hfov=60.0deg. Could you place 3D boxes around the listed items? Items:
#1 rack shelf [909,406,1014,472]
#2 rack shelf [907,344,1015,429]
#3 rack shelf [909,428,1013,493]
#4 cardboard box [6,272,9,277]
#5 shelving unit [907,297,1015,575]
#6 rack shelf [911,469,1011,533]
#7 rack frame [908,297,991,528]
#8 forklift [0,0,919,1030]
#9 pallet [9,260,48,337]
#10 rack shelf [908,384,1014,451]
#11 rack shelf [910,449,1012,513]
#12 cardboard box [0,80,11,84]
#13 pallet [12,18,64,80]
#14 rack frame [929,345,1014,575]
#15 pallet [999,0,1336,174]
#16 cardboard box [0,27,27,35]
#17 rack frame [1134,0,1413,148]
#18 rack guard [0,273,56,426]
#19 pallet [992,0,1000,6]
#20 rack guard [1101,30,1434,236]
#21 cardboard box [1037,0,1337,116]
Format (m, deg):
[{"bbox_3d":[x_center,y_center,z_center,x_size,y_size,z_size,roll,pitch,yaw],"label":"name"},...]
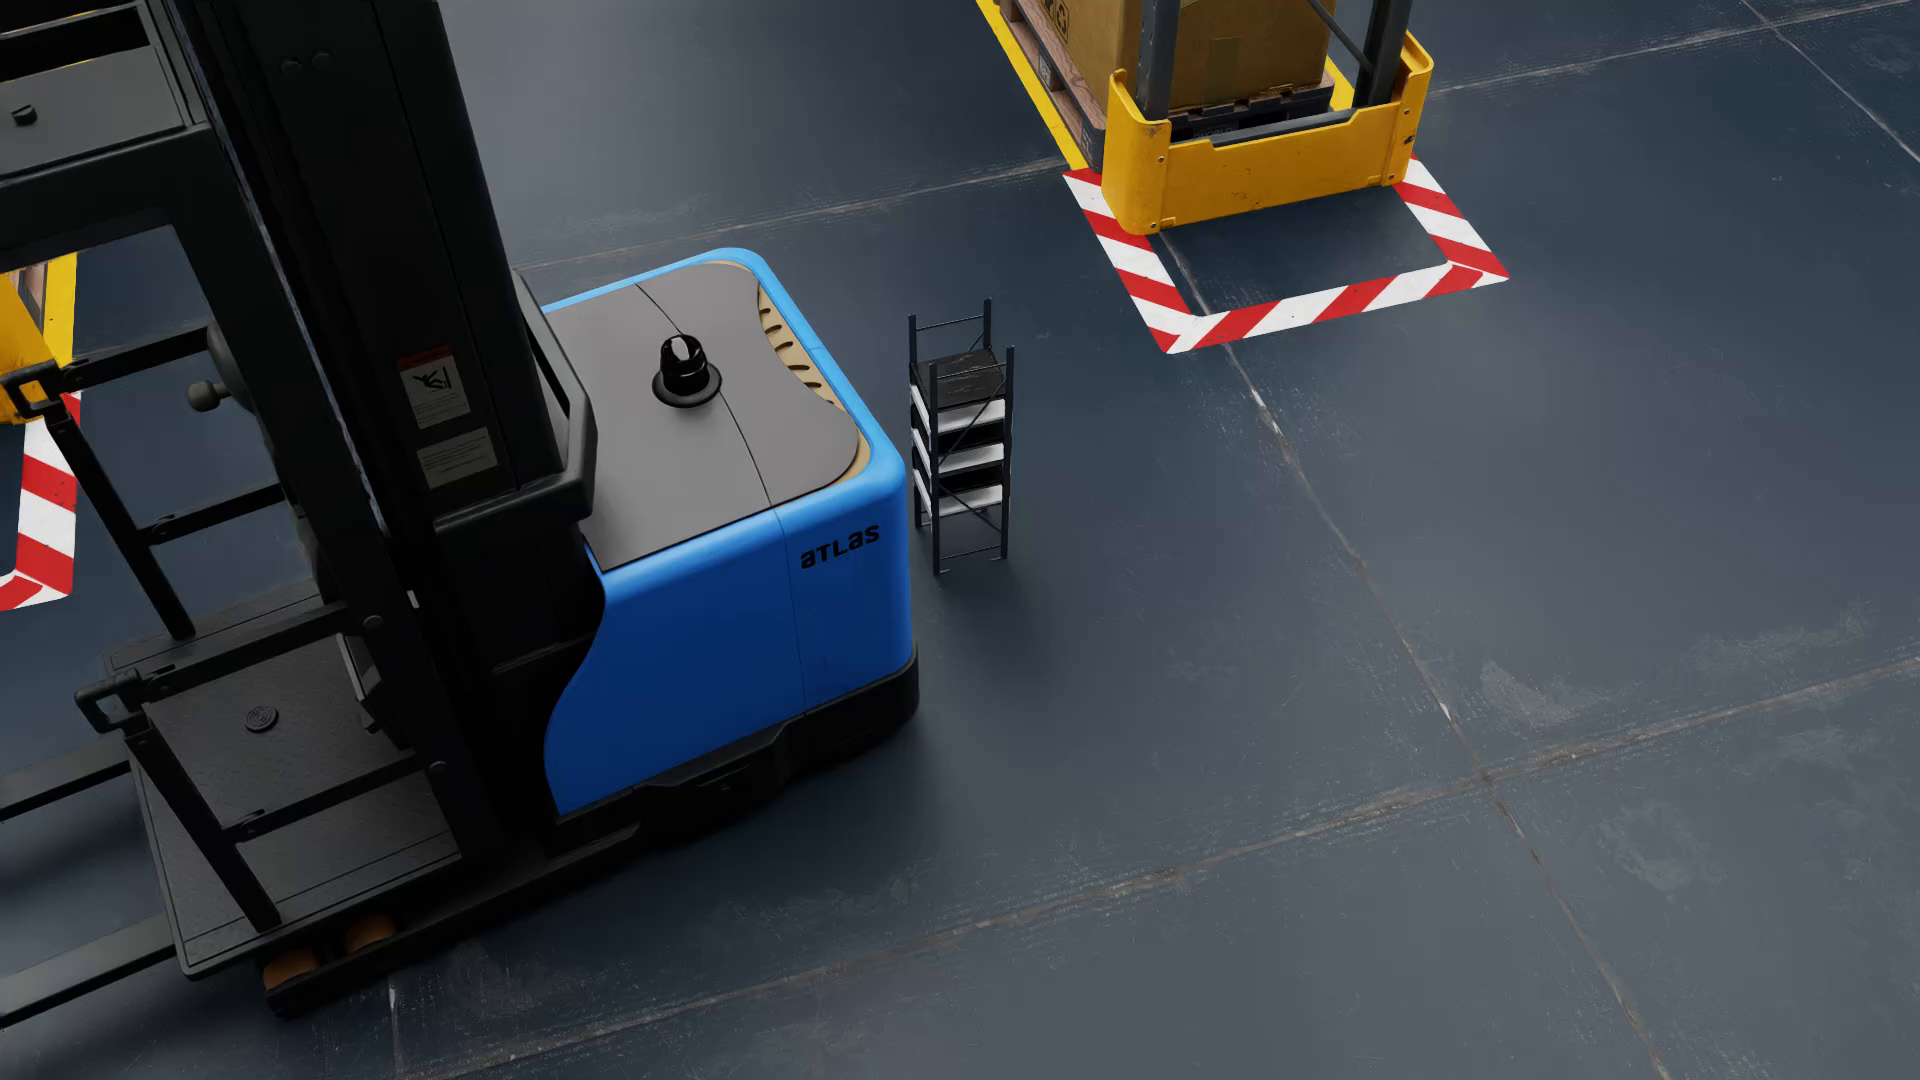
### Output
[{"bbox_3d":[0.002,-0.321,4.858,0.258,0.077,0.200,-13,51,-11],"label":"rack shelf"},{"bbox_3d":[0.002,-0.437,4.720,0.258,0.077,0.200,-13,51,-11],"label":"rack shelf"},{"bbox_3d":[0.002,-0.263,4.926,0.258,0.077,0.200,-13,51,-11],"label":"rack shelf"},{"bbox_3d":[-3.490,-0.989,5.712,0.380,0.149,0.250,-12,51,-10],"label":"cardboard box"},{"bbox_3d":[0.002,-0.284,4.901,0.258,0.900,0.210,-13,51,-11],"label":"shelving unit"},{"bbox_3d":[0.002,-0.147,5.064,0.258,0.077,0.200,-13,51,-11],"label":"rack shelf"},{"bbox_3d":[-0.028,-0.358,4.964,0.240,0.900,0.006,-13,51,-11],"label":"rack frame"},{"bbox_3d":[-1.663,-0.220,3.518,3.031,2.935,1.130,-22,53,-18],"label":"forklift"},{"bbox_3d":[-3.870,-1.075,6.019,1.003,0.211,1.213,-13,51,-11],"label":"pallet"},{"bbox_3d":[0.002,-0.379,4.789,0.258,0.077,0.200,-13,51,-11],"label":"rack shelf"},{"bbox_3d":[0.002,-0.205,4.995,0.258,0.077,0.200,-13,51,-11],"label":"rack shelf"},{"bbox_3d":[-3.707,-1.654,6.078,0.380,0.149,0.250,-12,51,-10],"label":"cardboard box"},{"bbox_3d":[-4.227,-1.965,6.768,1.003,0.211,1.213,-13,51,-11],"label":"pallet"},{"bbox_3d":[0.032,-0.210,4.838,0.240,0.900,0.006,-13,51,-11],"label":"rack frame"},{"bbox_3d":[0.816,-2.032,6.825,1.003,0.211,1.213,-13,51,-11],"label":"pallet"},{"bbox_3d":[-3.854,-1.919,6.496,0.380,0.149,0.250,-16,52,-13],"label":"cardboard box"},{"bbox_3d":[1.127,-2.365,5.282,1.000,3.000,0.127,-13,51,-11],"label":"rack frame"},{"bbox_3d":[-3.664,-0.567,5.401,1.175,0.500,0.348,-13,51,-11],"label":"rack guard"},{"bbox_3d":[0.458,-2.922,7.575,1.003,0.211,1.213,-13,51,-11],"label":"pallet"},{"bbox_3d":[1.134,-1.542,6.223,1.175,0.500,0.348,-13,51,-11],"label":"rack guard"},{"bbox_3d":[0.861,-2.265,6.312,0.875,0.875,0.875,-13,51,-11],"label":"cardboard box"}]
